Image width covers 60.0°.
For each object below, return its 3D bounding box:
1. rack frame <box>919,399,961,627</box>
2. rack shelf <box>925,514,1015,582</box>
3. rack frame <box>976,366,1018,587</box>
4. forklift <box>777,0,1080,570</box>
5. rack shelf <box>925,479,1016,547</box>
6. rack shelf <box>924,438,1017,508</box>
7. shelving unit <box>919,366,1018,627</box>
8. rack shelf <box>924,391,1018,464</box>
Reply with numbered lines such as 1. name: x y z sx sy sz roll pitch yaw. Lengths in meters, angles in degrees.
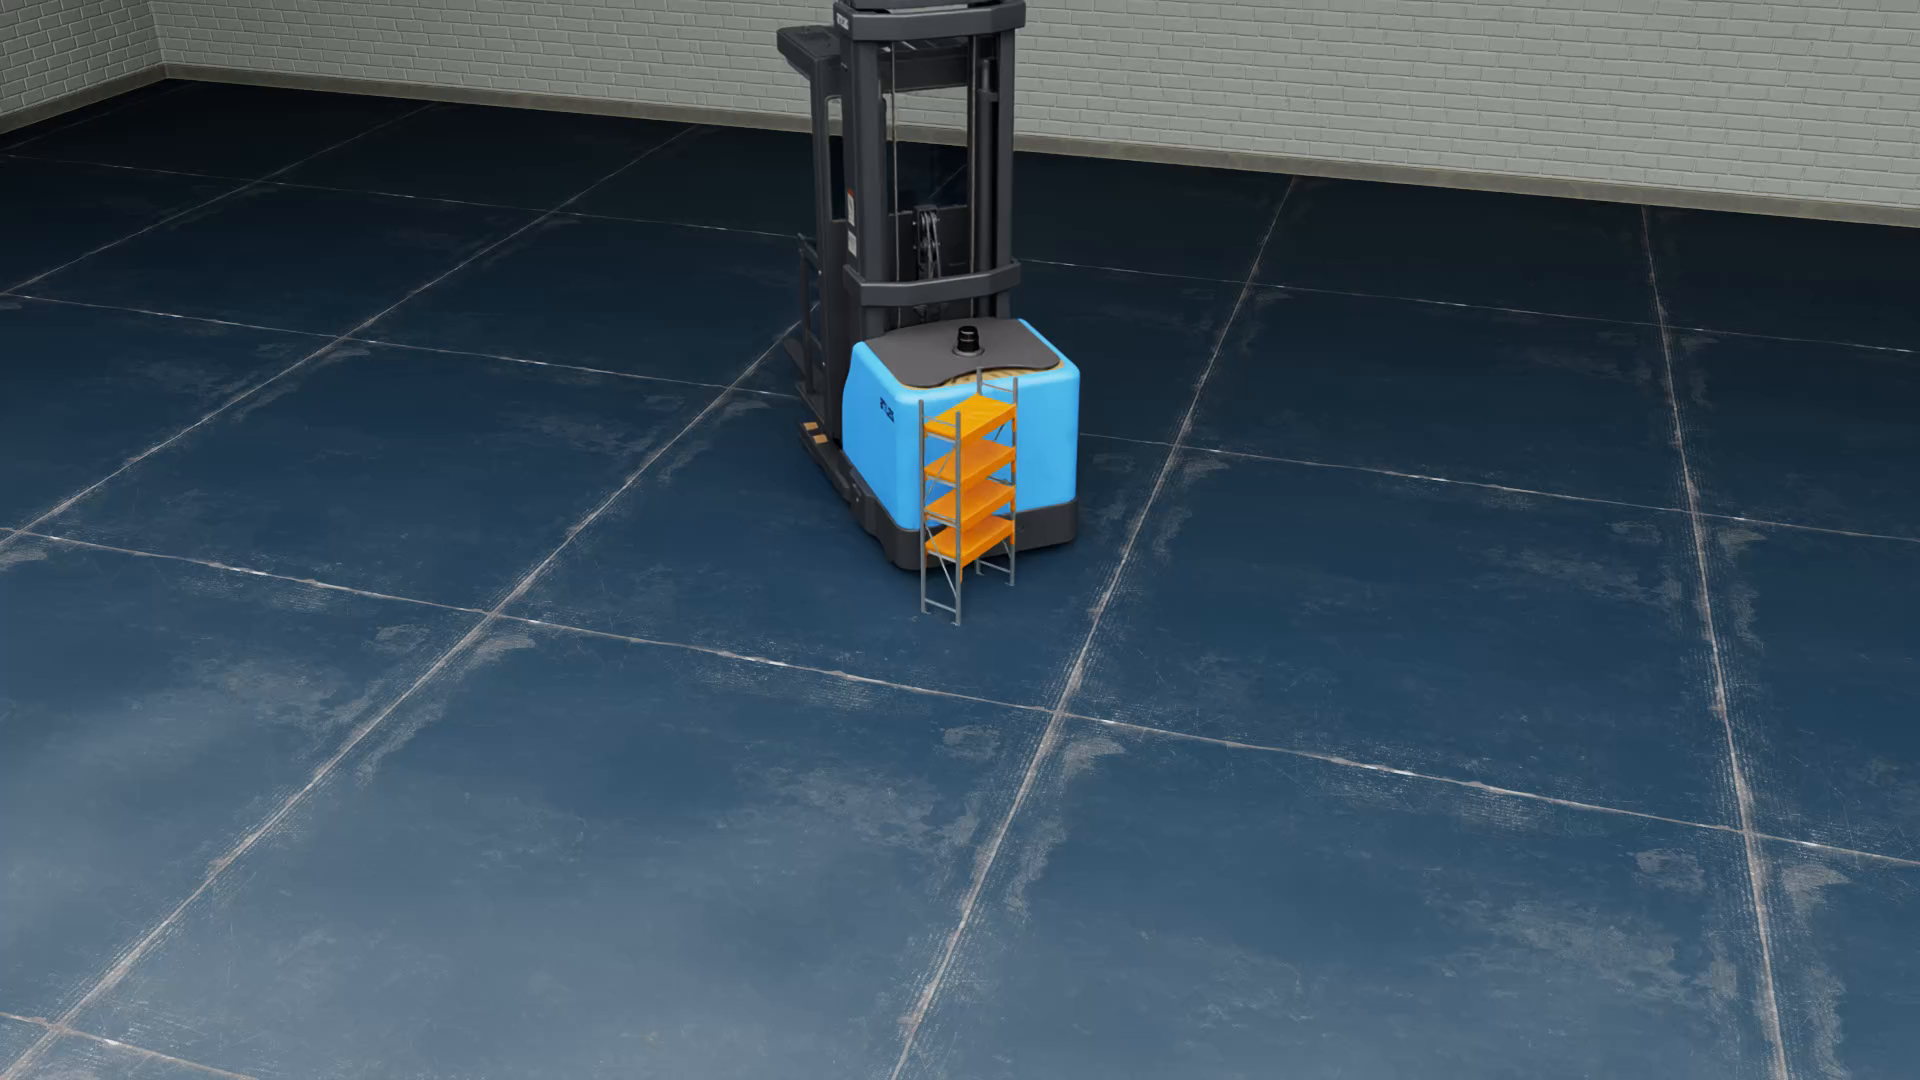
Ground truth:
1. rack frame: -0.098 -0.118 8.227 0.240 1.200 0.015 19 34 31
2. rack shelf: 0.044 0.018 8.530 0.258 0.148 0.480 19 34 31
3. rack frame: 0.186 -0.311 8.574 0.240 1.200 0.015 19 34 31
4. forklift: -0.356 -1.820 9.507 1.130 2.935 3.031 -11 31 -18
5. rack shelf: 0.044 -0.155 8.434 0.258 0.148 0.480 19 34 31
6. rack shelf: 0.044 -0.351 8.325 0.258 0.148 0.480 19 34 31
7. shelving unit: 0.044 -0.214 8.401 0.258 1.200 0.503 19 34 31
8. rack shelf: 0.044 -0.558 8.210 0.258 0.148 0.480 19 34 31
